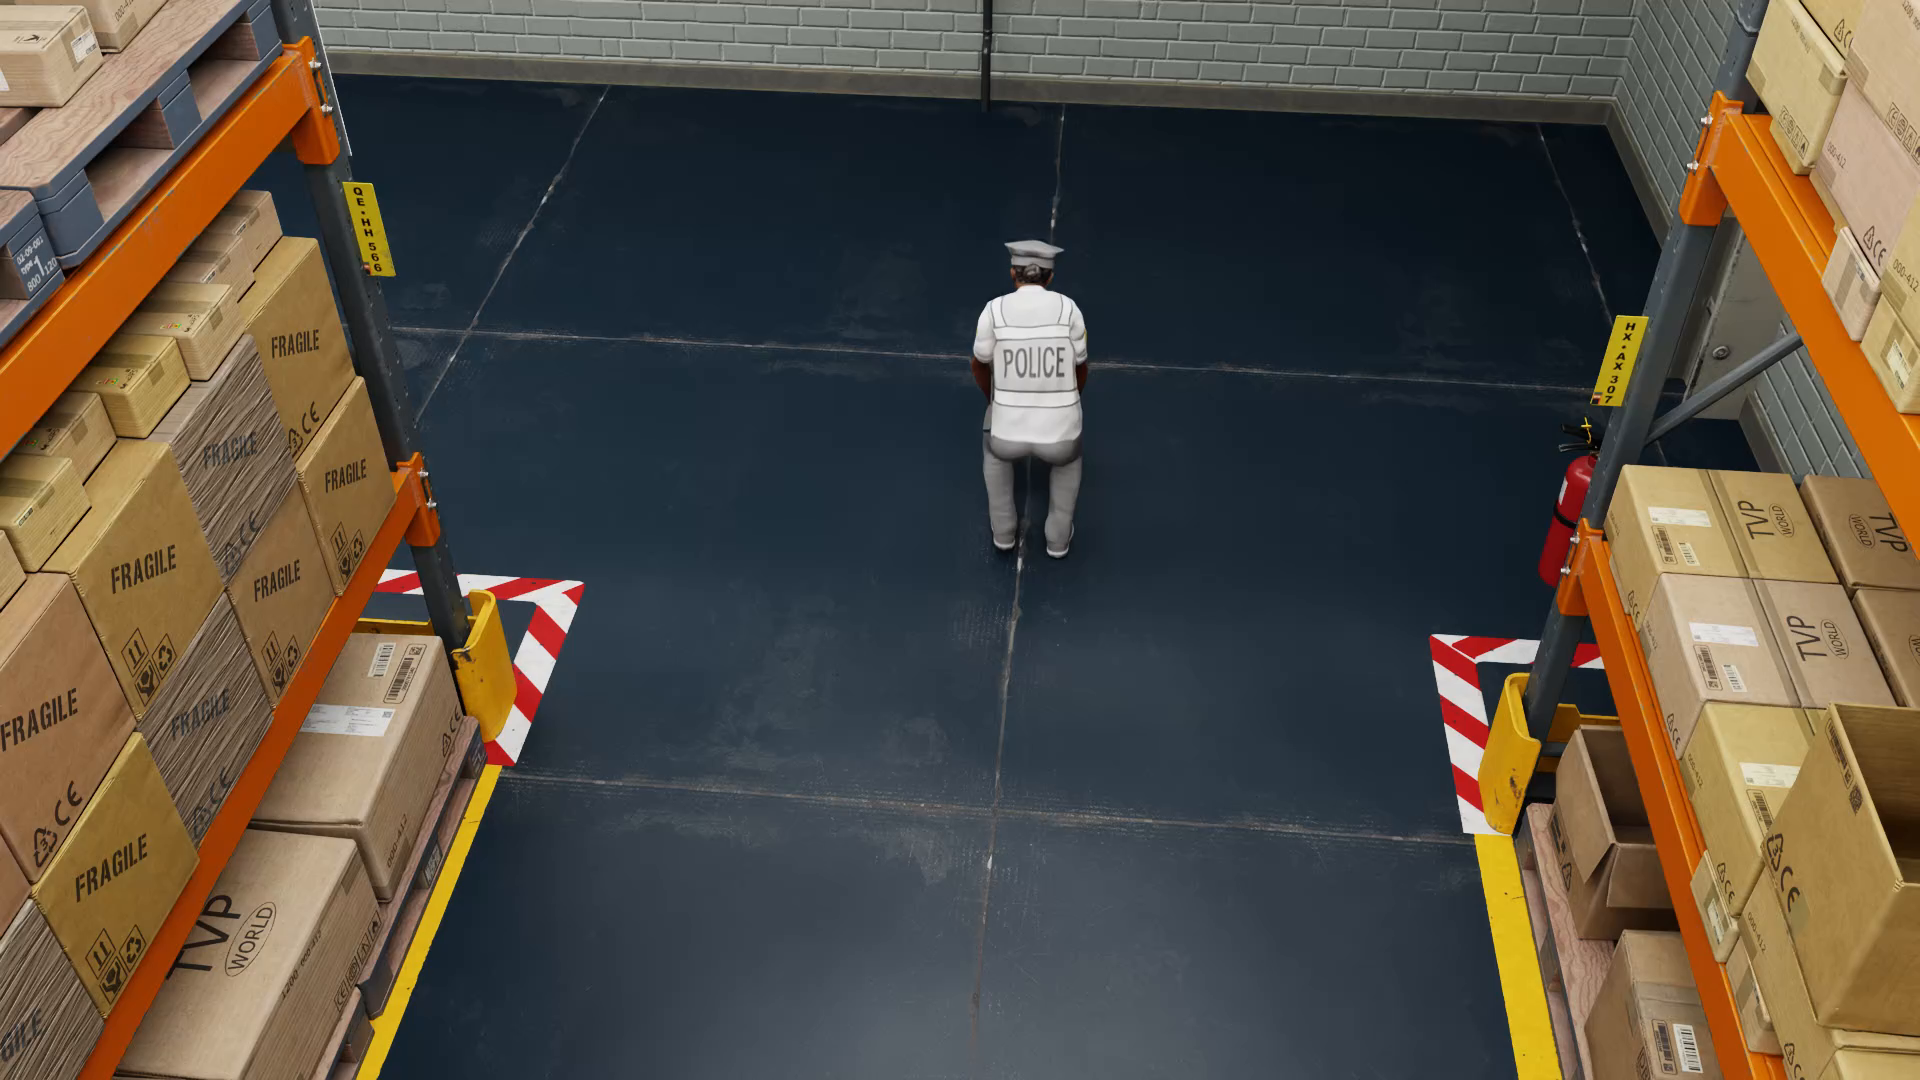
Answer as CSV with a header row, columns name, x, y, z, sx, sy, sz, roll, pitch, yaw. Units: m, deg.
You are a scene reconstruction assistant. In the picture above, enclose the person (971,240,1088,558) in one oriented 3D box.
name,x,y,z,sx,sy,sz,roll,pitch,yaw
person,0.286,-0.569,7.069,0.496,1.360,0.724,3,40,4
